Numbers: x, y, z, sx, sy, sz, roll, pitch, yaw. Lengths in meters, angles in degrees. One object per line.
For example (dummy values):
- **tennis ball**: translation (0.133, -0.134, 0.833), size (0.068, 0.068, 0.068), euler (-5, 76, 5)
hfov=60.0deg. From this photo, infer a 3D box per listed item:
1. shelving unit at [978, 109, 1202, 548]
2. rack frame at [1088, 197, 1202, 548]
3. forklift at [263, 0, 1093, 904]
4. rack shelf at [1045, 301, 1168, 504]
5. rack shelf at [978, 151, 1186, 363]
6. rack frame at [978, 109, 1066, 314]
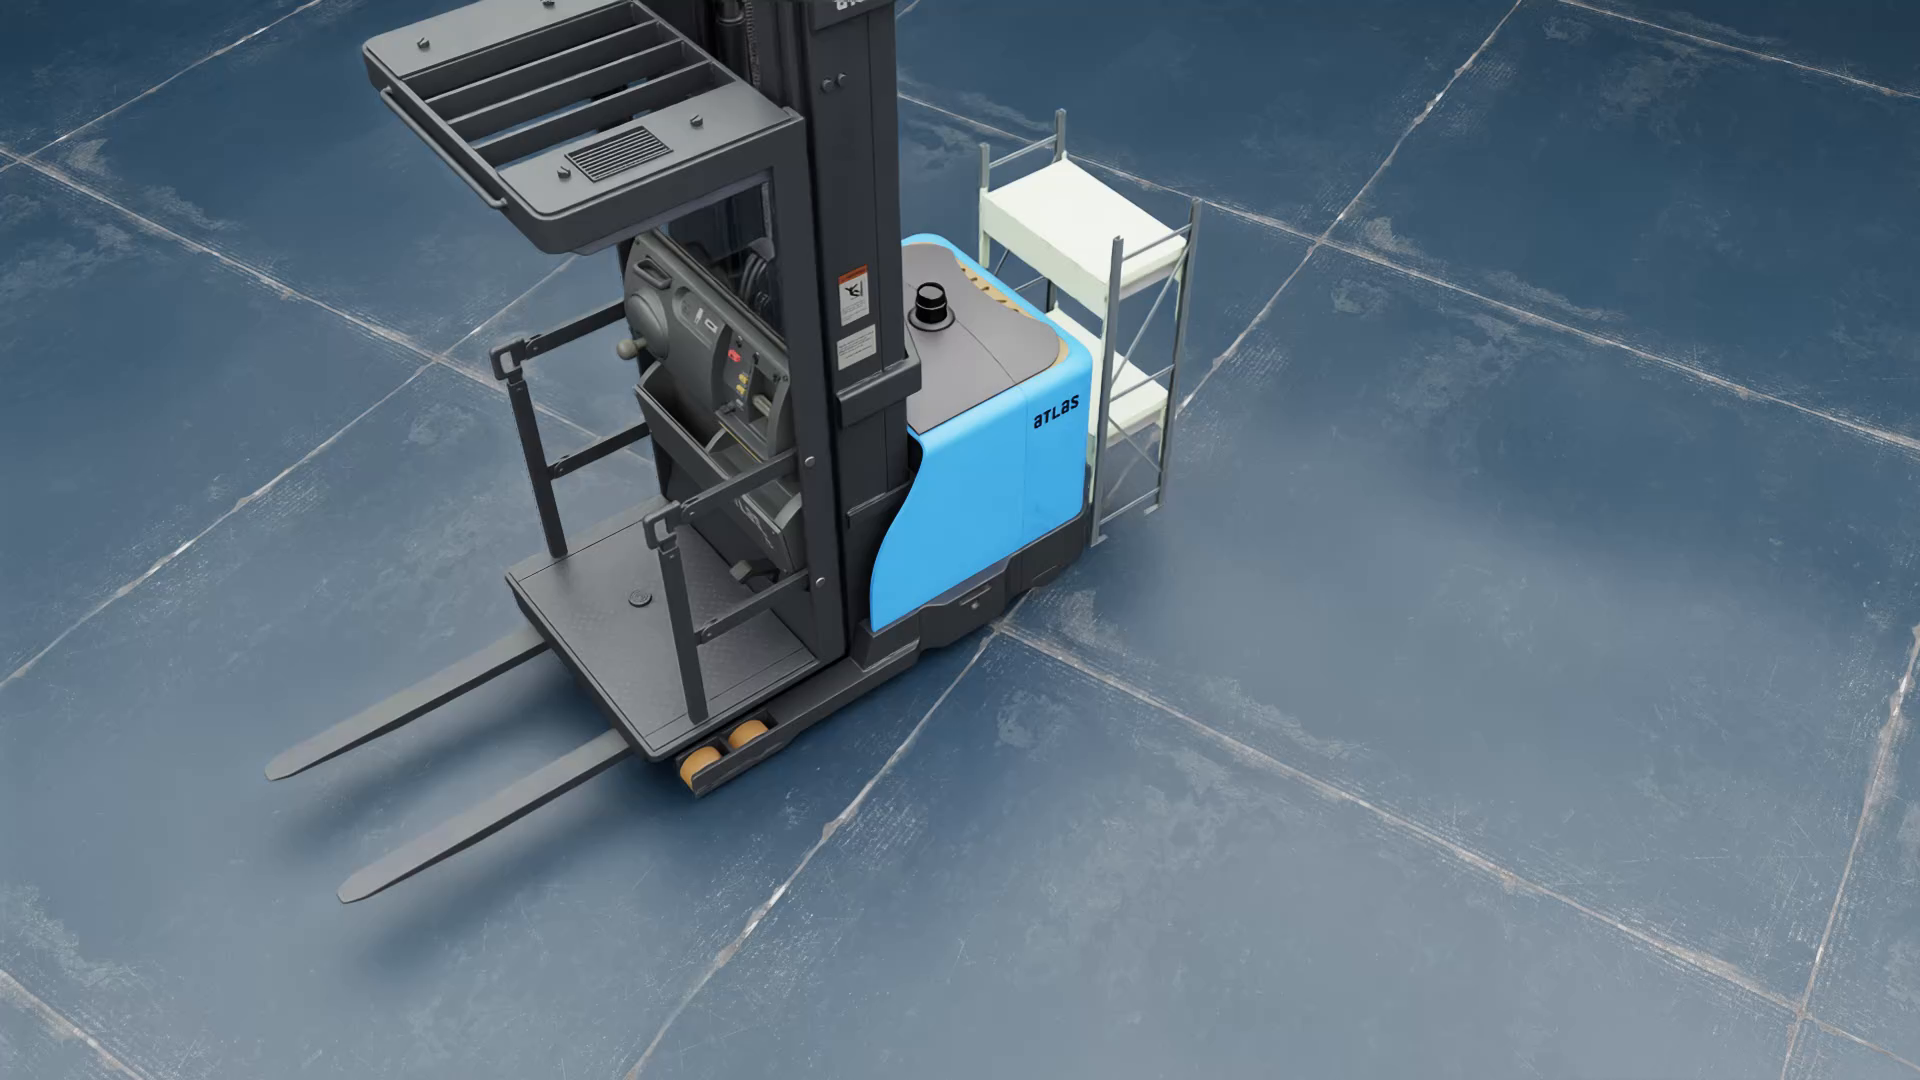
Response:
- **shelving unit**: translation (0.457, -0.792, 6.473), size (0.431, 1.500, 0.755), euler (-29, 53, -25)
- **rack frame**: translation (0.682, -0.585, 6.272), size (0.400, 1.500, 0.023), euler (-29, 53, -25)
- **forklift**: translation (-0.983, -0.561, 5.251), size (3.031, 2.935, 1.130), euler (-29, 53, -25)
- **rack shelf**: translation (0.456, -0.564, 6.707), size (0.431, 0.370, 0.720), euler (-29, 53, -25)
- **rack shelf**: translation (0.457, -1.064, 6.194), size (0.431, 0.370, 0.720), euler (-29, 53, -25)
- **rack frame**: translation (0.232, -0.999, 6.674), size (0.400, 1.500, 0.023), euler (-29, 53, -25)
